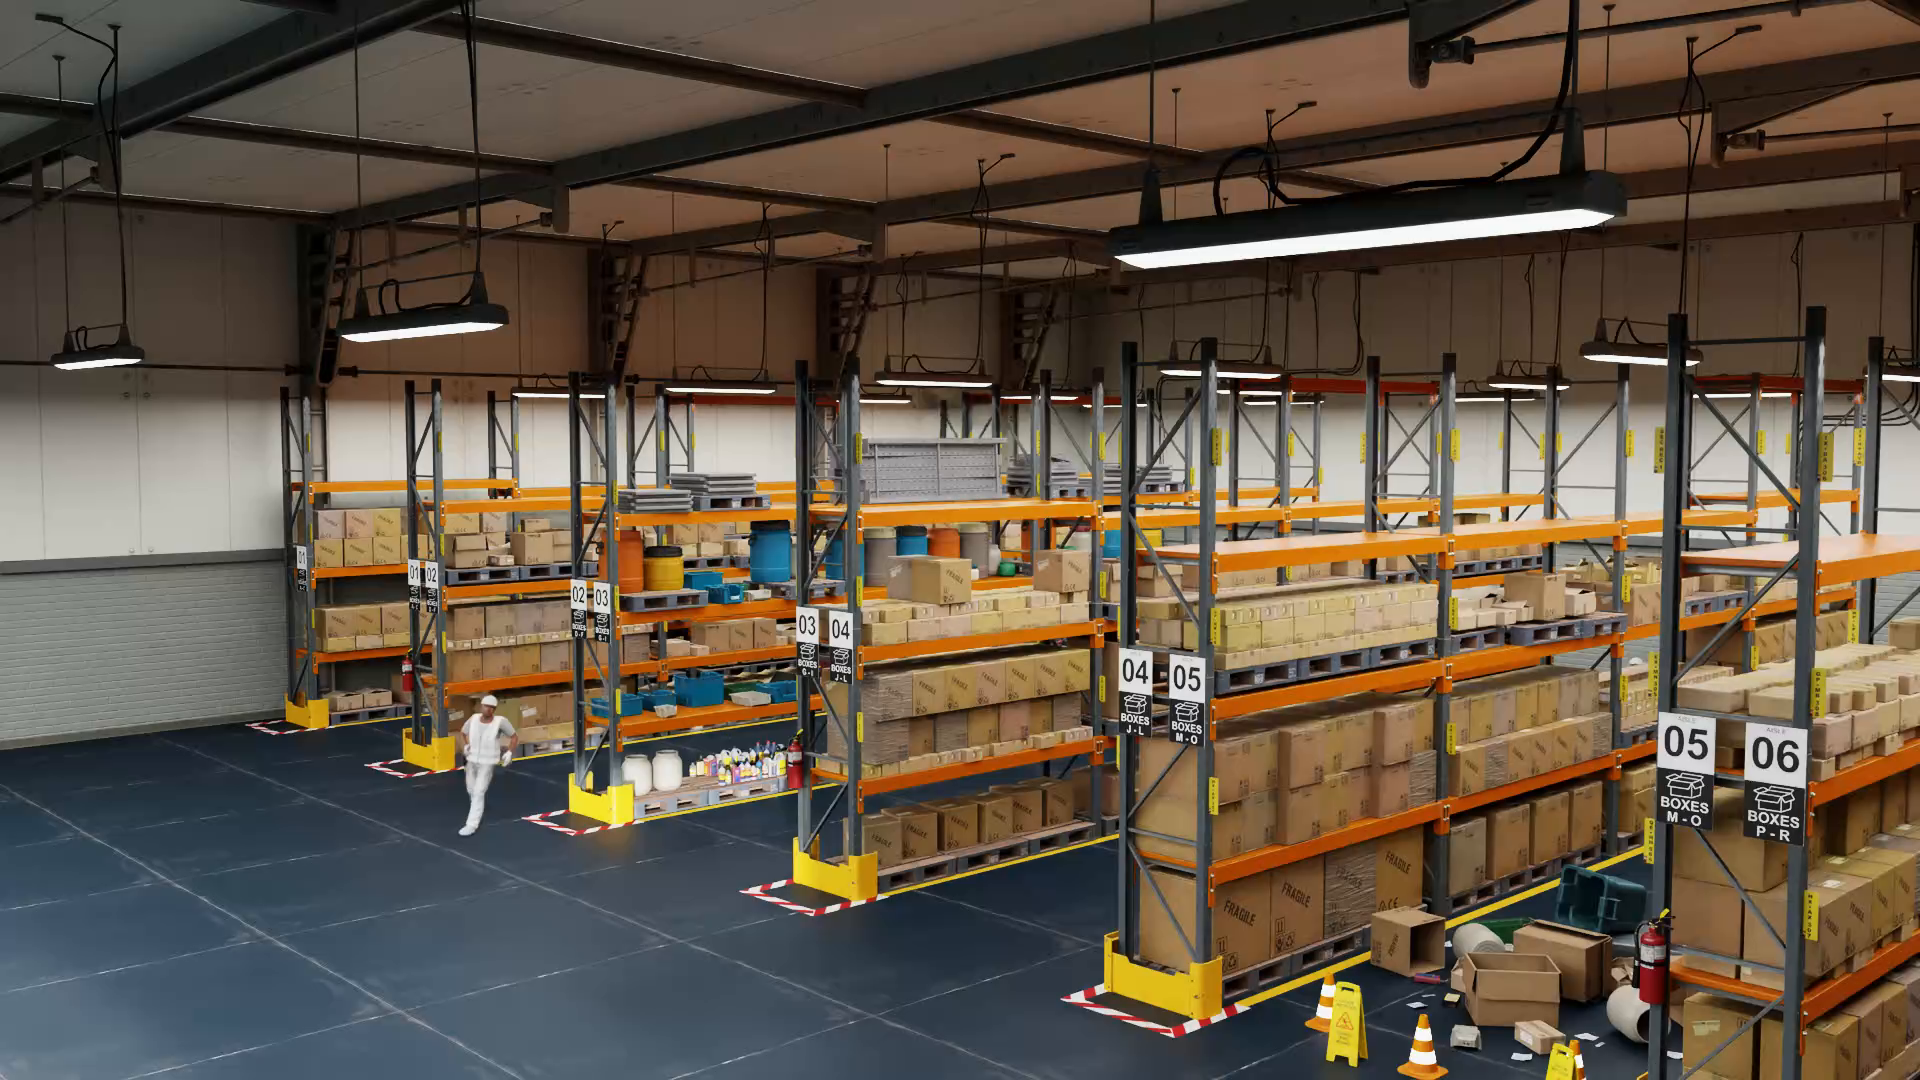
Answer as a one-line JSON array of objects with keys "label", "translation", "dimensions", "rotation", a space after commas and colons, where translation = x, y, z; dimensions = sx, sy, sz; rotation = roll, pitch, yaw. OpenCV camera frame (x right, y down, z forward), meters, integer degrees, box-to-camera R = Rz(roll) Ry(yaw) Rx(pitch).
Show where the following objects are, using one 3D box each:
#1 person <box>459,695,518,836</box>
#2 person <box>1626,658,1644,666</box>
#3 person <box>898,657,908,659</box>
[{"label": "person", "translation": [-6.148, 2.881, 21.547], "dimensions": [0.747, 1.758, 0.941], "rotation": [0, 4, 6]}, {"label": "person", "translation": [10.342, 2.673, 25.348], "dimensions": [0.852, 1.767, 0.689], "rotation": [-3, 5, -38]}, {"label": "person", "translation": [-1.003, 2.554, 29.738], "dimensions": [0.529, 1.449, 0.722], "rotation": [3, 5, 37]}]
